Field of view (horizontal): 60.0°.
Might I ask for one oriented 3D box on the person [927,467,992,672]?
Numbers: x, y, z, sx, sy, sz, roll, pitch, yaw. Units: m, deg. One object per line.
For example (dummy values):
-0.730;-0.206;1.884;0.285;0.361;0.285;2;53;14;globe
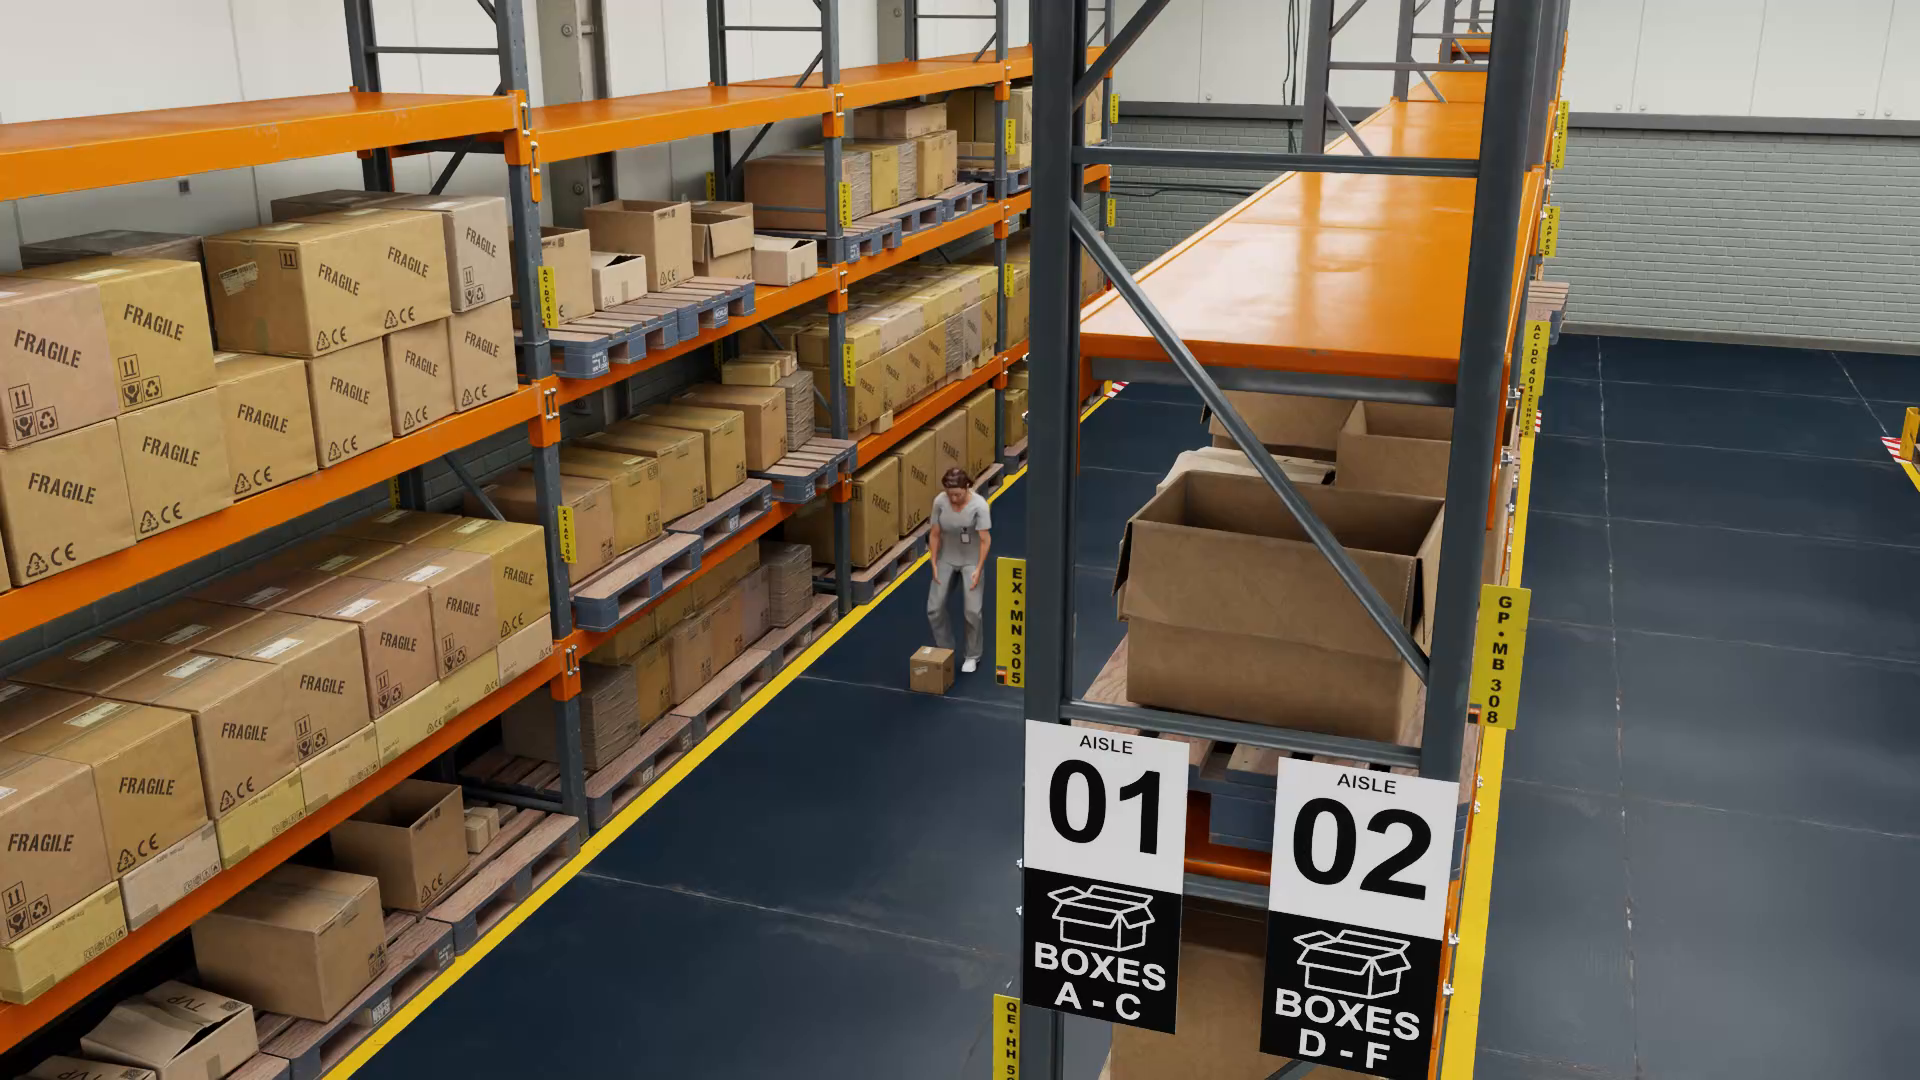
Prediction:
0.007;0.192;12.171;0.475;1.573;0.467;7;20;19;person
